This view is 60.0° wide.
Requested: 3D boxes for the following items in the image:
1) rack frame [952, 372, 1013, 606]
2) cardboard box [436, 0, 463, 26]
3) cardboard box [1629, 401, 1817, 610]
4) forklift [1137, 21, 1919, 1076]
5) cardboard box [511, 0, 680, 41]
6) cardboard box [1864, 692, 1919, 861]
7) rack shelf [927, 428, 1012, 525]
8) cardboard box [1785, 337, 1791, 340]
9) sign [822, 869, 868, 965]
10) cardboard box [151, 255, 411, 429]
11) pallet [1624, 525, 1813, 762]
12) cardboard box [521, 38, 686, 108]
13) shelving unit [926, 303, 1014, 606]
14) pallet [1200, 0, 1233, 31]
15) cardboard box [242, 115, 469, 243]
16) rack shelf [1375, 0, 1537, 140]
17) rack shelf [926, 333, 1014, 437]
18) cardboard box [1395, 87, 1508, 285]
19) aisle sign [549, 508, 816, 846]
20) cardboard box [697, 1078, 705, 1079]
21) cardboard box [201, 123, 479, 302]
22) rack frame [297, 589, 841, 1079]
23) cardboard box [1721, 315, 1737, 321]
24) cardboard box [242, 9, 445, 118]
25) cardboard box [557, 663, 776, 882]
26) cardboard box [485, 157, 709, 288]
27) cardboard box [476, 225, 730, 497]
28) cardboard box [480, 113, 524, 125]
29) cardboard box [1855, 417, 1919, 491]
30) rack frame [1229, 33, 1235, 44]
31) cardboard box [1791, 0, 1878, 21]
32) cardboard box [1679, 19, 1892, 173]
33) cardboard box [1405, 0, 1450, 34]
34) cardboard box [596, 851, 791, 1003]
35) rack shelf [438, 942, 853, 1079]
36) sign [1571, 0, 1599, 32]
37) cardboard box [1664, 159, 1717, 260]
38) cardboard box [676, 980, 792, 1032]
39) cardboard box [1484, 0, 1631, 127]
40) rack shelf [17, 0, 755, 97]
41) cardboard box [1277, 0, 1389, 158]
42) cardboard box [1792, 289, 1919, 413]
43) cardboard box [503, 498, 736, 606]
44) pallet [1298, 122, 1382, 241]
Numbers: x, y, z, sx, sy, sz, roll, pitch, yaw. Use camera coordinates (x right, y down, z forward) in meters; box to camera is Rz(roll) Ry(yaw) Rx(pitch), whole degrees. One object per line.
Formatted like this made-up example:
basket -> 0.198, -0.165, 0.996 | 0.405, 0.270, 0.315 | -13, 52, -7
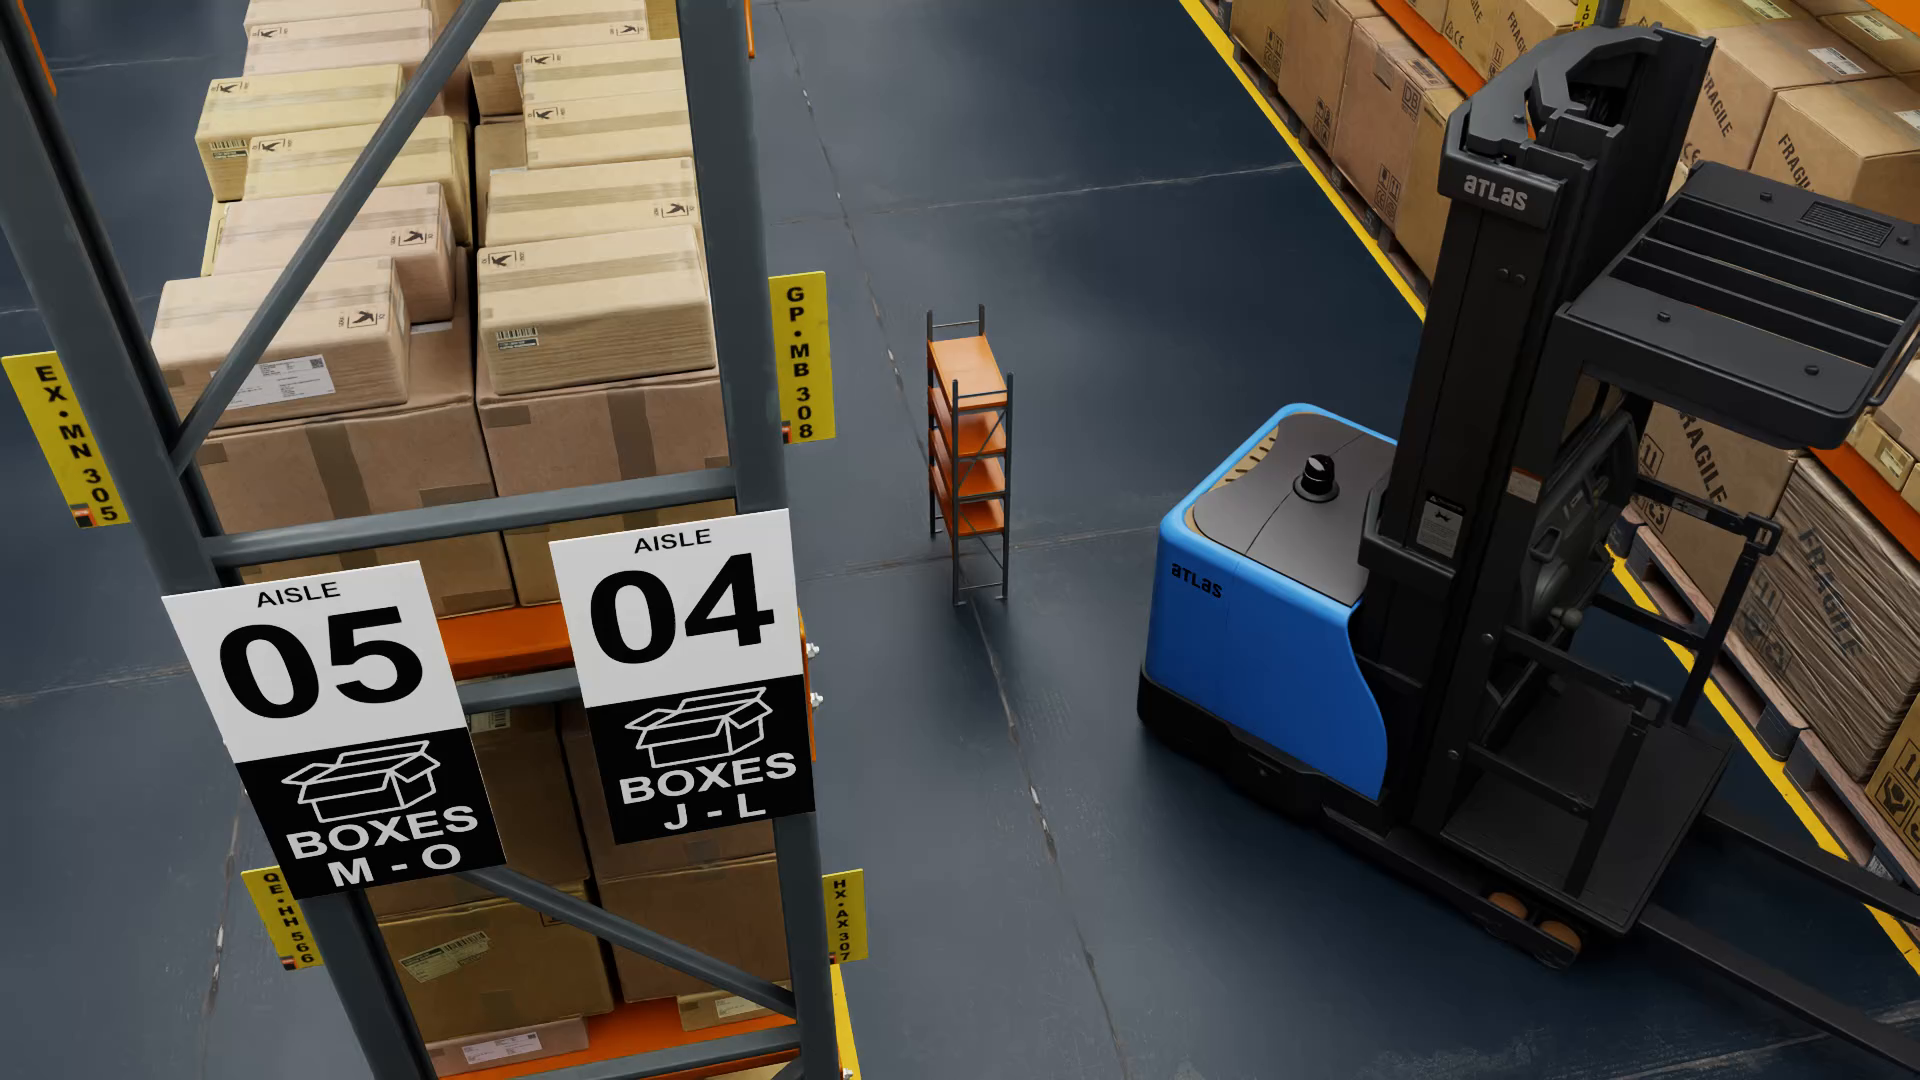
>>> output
rack frame -> 0.088, -0.183, 6.834 | 0.240, 1.200, 0.015 | -8, 42, -9
cardboard box -> -1.453, -1.268, 4.178 | 0.500, 0.250, 0.500 | -10, 43, -11
cardboard box -> 3.472, -0.339, 6.938 | 0.875, 0.875, 0.875 | -8, 42, -9
forklift -> 2.175, 0.002, 5.321 | 3.031, 2.935, 1.130 | 28, 49, 28
cardboard box -> -0.835, -1.254, 3.861 | 0.380, 0.149, 0.250 | -7, 42, -8
cardboard box -> 3.861, 0.828, 5.624 | 0.875, 0.875, 0.875 | -8, 42, -9
rack shelf -> 0.036, -0.291, 7.057 | 0.258, 0.148, 0.480 | -8, 42, -9
cardboard box -> 3.291, -0.656, 6.200 | 0.380, 0.149, 0.250 | -9, 42, -11
sign -> -0.258, 0.837, 3.677 | 0.100, 0.325, 0.005 | -8, 42, -9
cardboard box -> -1.147, -0.336, 2.828 | 0.380, 0.149, 0.250 | -9, 42, -10
pallet -> 3.568, 0.340, 6.990 | 1.003, 0.211, 1.213 | -8, 42, -9
cardboard box -> -0.712, -0.917, 3.482 | 0.380, 0.149, 0.250 | -8, 42, -9
shelving unit -> 0.036, -0.341, 7.013 | 0.258, 1.200, 0.503 | -8, 42, -9
pallet -> 2.183, -4.056, 11.942 | 1.003, 0.211, 1.213 | -8, 42, -9
cardboard box -> -1.160, -0.676, 3.211 | 0.380, 0.149, 0.250 | -10, 42, -11
rack shelf -> 2.782, -3.027, 9.224 | 1.077, 0.370, 4.000 | -8, 42, -9
rack shelf -> 0.036, -0.635, 6.752 | 0.258, 0.148, 0.480 | -8, 42, -9
cardboard box -> 3.056, -1.774, 8.554 | 1.225, 0.875, 0.875 | -8, 42, -9
aisle sign -> -0.479, 0.271, 3.009 | 0.394, 0.787, 0.004 | -8, 42, -9
cardboard box -> -0.650, 1.660, 5.009 | 0.380, 0.149, 0.250 | -7, 42, -7
cardboard box -> -1.247, -0.607, 3.433 | 0.500, 0.250, 0.500 | -9, 42, -10
rack frame -> -0.788, 1.239, 3.877 | 1.000, 3.000, 0.127 | -8, 42, -9
cardboard box -> 3.181, -0.989, 6.575 | 0.380, 0.149, 0.250 | -9, 42, -10
cardboard box -> -1.319, -1.005, 3.581 | 0.380, 0.149, 0.250 | -9, 42, -10
cardboard box -> -0.626, 0.387, 3.783 | 0.500, 0.500, 0.500 | -9, 42, -10
cardboard box -> -0.673, -0.573, 3.095 | 0.380, 0.149, 0.250 | -7, 42, -8
cardboard box -> -0.631, -0.342, 3.134 | 0.500, 0.250, 0.500 | -8, 42, -9
cardboard box -> -0.840, -1.003, 3.879 | 0.500, 0.250, 0.500 | -8, 42, -9
cardboard box -> 3.400, -0.326, 5.829 | 0.380, 0.149, 0.250 | -8, 42, -9
rack frame -> 2.350, -4.592, 10.445 | 1.000, 3.000, 0.127 | -8, 42, -9
cardboard box -> 3.574, -2.075, 6.934 | 0.500, 0.500, 0.500 | -7, 42, -8
cardboard box -> 3.166, -1.667, 6.475 | 0.500, 0.500, 0.500 | -8, 42, -9
cardboard box -> 2.626, -2.960, 8.532 | 0.500, 0.500, 0.500 | -9, 42, -10
cardboard box -> -0.615, 0.760, 4.117 | 0.500, 0.500, 0.500 | -6, 42, -7
rack shelf -> -1.220, 0.211, 5.576 | 1.077, 0.370, 4.000 | -8, 42, -9
sign -> 2.686, -2.319, 7.072 | 0.100, 0.325, 0.005 | -8, 42, -9
cardboard box -> 3.162, -1.389, 6.726 | 0.500, 0.250, 0.500 | -9, 42, -9
cardboard box -> -0.538, 1.076, 4.249 | 0.380, 0.149, 0.250 | -9, 42, -10
cardboard box -> 2.846, -2.301, 7.789 | 0.500, 0.500, 0.500 | -8, 42, -9
rack shelf -> -1.220, -2.031, 3.585 | 1.077, 0.370, 4.000 | -8, 42, -9
cardboard box -> 2.664, -2.925, 9.852 | 1.225, 0.875, 0.875 | -8, 42, -9
cardboard box -> 3.378, -0.733, 5.987 | 0.500, 0.250, 0.500 | -8, 42, -9
cardboard box -> -0.635, -0.154, 3.300 | 0.500, 0.250, 0.500 | -7, 42, -8
pallet -> 2.707, -2.238, 9.894 | 1.003, 0.211, 1.213 | -8, 42, -9
